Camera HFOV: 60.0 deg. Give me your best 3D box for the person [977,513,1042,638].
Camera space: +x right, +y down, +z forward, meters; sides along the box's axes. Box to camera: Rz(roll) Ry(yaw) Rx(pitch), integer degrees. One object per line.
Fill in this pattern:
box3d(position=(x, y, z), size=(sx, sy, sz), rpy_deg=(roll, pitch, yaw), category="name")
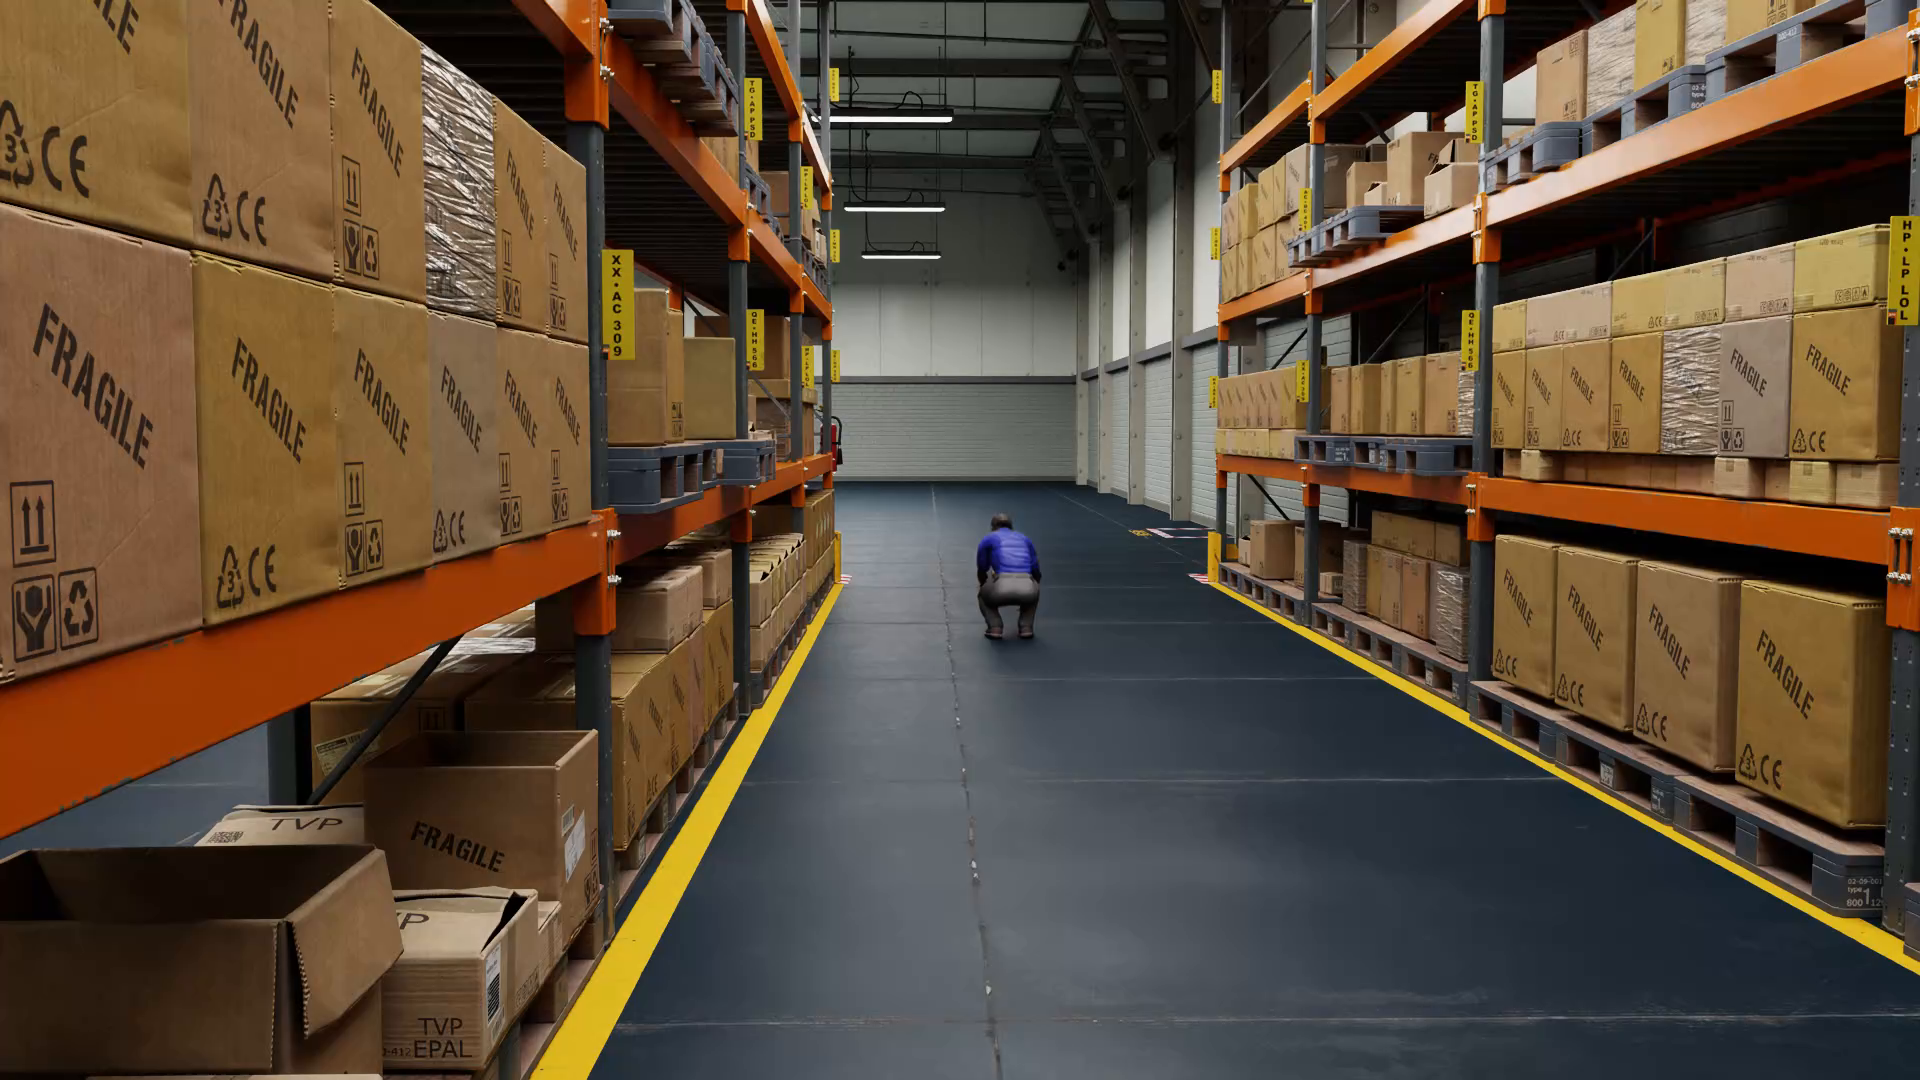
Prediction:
box3d(position=(0.382, 0.269, 12.618), size=(0.504, 0.926, 0.812), rpy_deg=(0, 4, -2), category="person")
